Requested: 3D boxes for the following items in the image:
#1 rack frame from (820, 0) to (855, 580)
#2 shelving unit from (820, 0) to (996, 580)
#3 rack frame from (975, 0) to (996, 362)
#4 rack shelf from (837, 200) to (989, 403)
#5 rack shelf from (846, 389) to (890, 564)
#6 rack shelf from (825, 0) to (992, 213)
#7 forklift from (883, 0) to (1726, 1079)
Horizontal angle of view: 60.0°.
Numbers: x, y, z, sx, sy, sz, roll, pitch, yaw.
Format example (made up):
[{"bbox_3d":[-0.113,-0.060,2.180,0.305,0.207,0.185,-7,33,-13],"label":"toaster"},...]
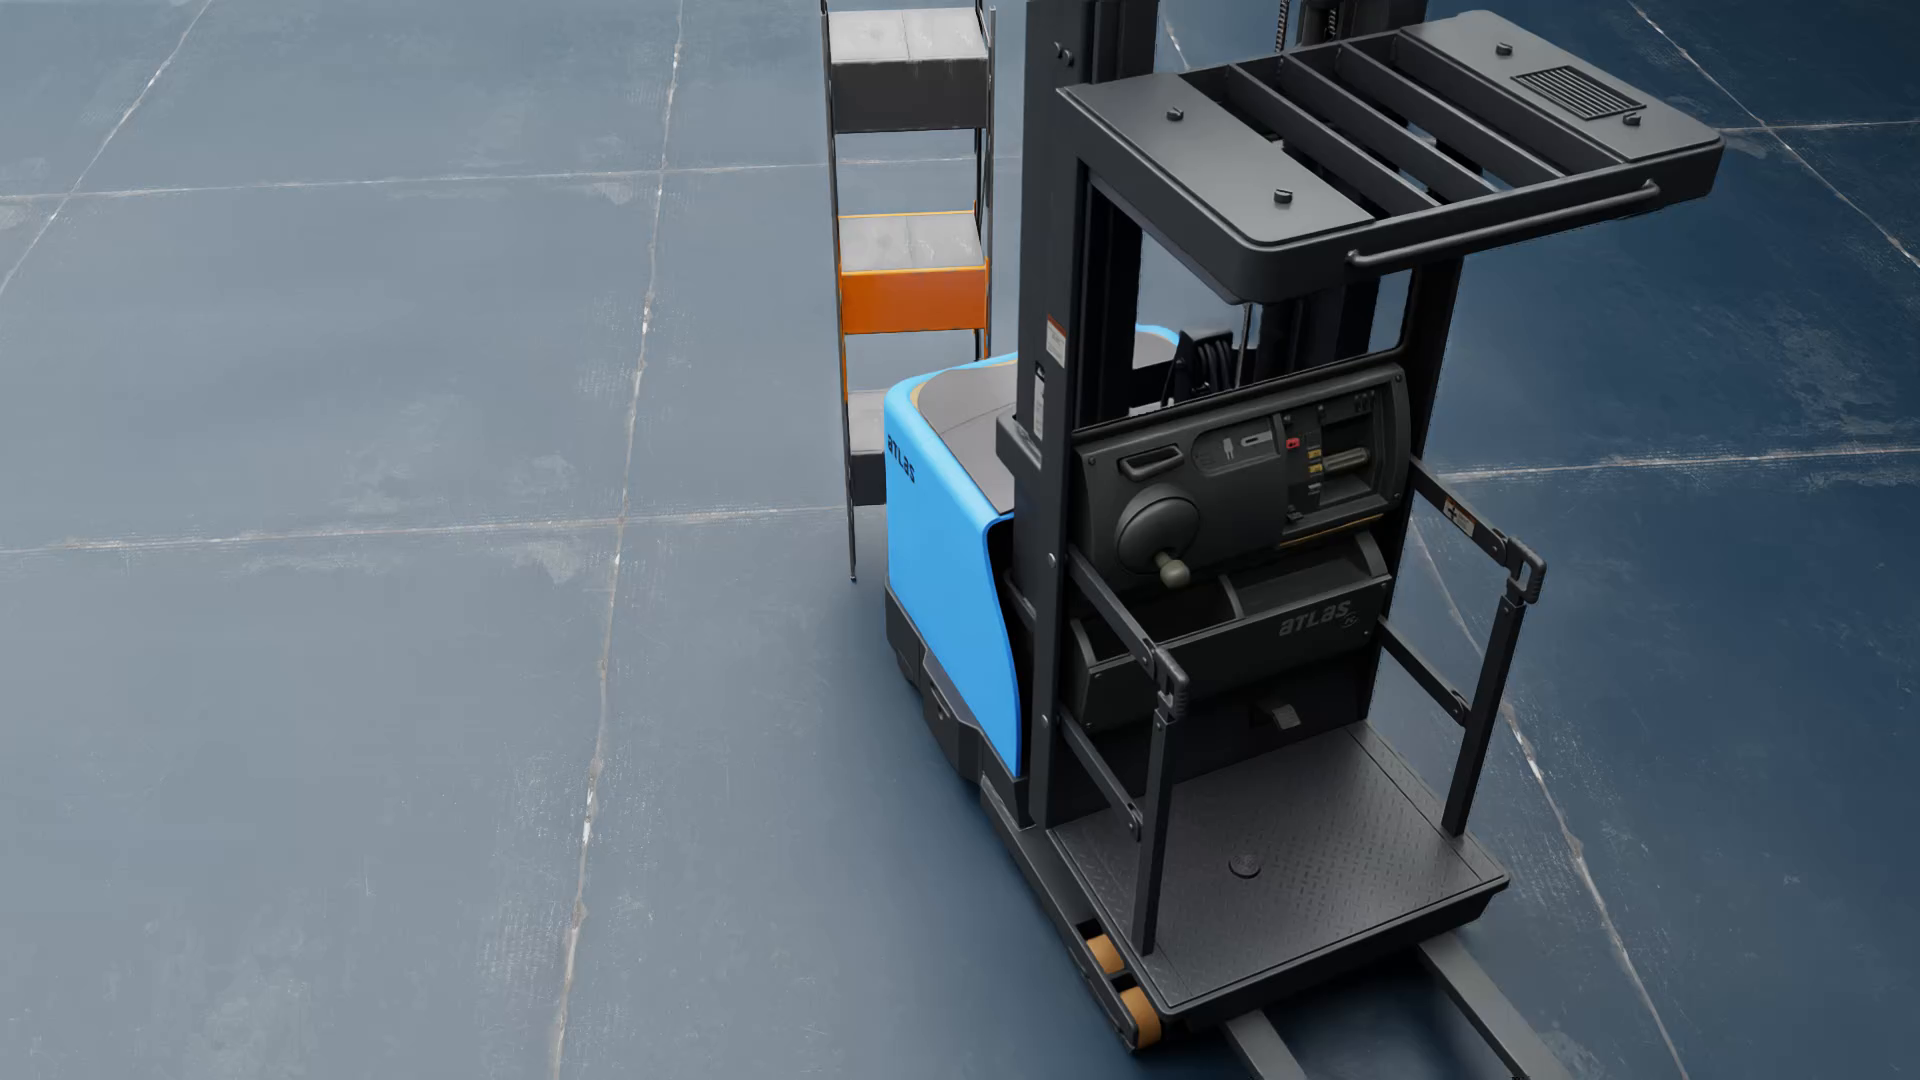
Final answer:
[{"bbox_3d":[-0.408,-0.802,5.571,0.015,2.100,0.400,-3,38,-4],"label":"rack frame"},{"bbox_3d":[-0.165,-0.815,5.588,0.503,2.100,0.431,-3,38,-4],"label":"shelving unit"},{"bbox_3d":[0.078,-0.829,5.605,0.015,2.100,0.400,-3,38,-4],"label":"rack frame"},{"bbox_3d":[-0.165,-0.805,5.597,0.480,0.518,0.431,-3,38,-4],"label":"rack shelf"},{"bbox_3d":[-0.165,-0.255,6.030,0.480,0.518,0.431,-3,38,-4],"label":"rack shelf"},{"bbox_3d":[-0.165,-1.354,5.163,0.480,0.518,0.431,-3,38,-4],"label":"rack shelf"},{"bbox_3d":[0.814,-0.083,3.989,1.130,2.935,3.031,-16,41,-19],"label":"forklift"}]
